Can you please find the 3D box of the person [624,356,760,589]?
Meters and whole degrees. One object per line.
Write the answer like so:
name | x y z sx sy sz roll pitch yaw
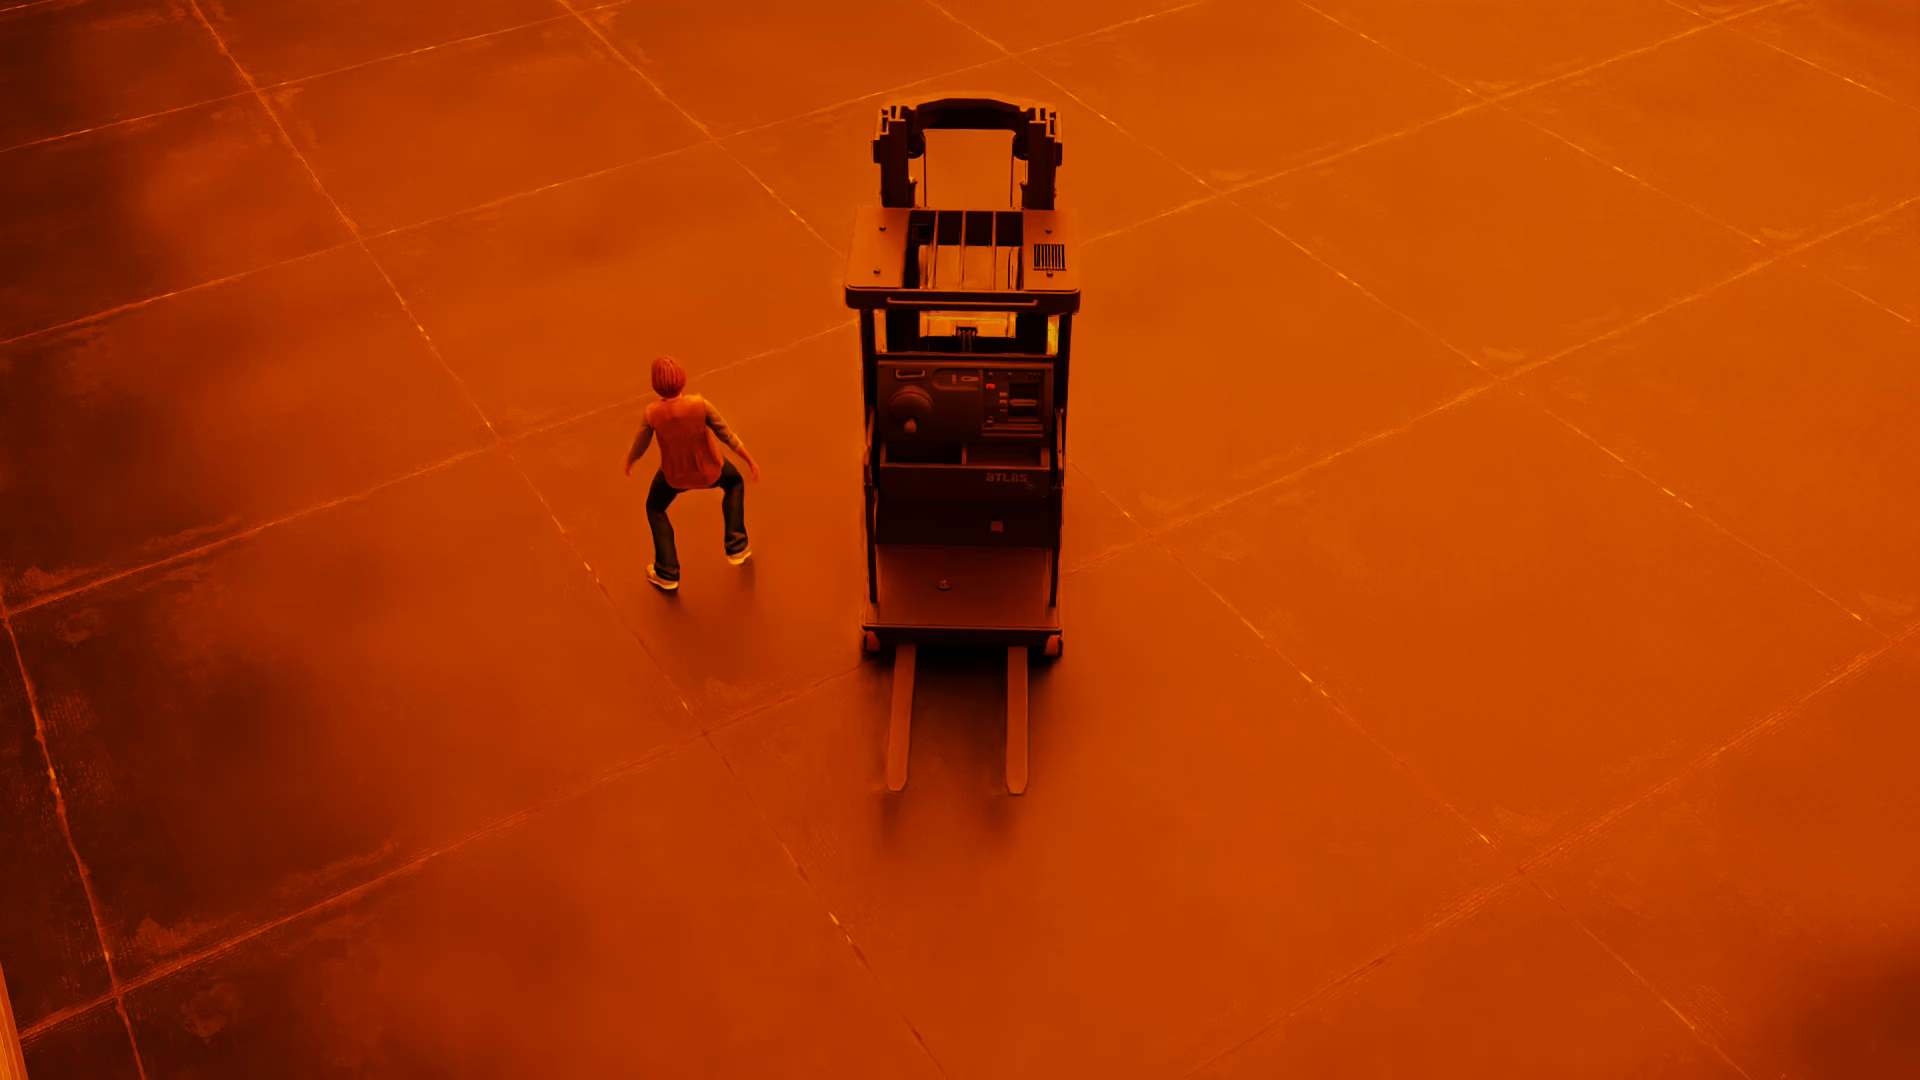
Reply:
person | -1.530 -0.421 9.452 0.775 1.506 0.486 -3 41 -3

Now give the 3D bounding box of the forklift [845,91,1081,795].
forklift | 0.024 -0.669 8.636 1.130 2.935 3.031 1 41 1
